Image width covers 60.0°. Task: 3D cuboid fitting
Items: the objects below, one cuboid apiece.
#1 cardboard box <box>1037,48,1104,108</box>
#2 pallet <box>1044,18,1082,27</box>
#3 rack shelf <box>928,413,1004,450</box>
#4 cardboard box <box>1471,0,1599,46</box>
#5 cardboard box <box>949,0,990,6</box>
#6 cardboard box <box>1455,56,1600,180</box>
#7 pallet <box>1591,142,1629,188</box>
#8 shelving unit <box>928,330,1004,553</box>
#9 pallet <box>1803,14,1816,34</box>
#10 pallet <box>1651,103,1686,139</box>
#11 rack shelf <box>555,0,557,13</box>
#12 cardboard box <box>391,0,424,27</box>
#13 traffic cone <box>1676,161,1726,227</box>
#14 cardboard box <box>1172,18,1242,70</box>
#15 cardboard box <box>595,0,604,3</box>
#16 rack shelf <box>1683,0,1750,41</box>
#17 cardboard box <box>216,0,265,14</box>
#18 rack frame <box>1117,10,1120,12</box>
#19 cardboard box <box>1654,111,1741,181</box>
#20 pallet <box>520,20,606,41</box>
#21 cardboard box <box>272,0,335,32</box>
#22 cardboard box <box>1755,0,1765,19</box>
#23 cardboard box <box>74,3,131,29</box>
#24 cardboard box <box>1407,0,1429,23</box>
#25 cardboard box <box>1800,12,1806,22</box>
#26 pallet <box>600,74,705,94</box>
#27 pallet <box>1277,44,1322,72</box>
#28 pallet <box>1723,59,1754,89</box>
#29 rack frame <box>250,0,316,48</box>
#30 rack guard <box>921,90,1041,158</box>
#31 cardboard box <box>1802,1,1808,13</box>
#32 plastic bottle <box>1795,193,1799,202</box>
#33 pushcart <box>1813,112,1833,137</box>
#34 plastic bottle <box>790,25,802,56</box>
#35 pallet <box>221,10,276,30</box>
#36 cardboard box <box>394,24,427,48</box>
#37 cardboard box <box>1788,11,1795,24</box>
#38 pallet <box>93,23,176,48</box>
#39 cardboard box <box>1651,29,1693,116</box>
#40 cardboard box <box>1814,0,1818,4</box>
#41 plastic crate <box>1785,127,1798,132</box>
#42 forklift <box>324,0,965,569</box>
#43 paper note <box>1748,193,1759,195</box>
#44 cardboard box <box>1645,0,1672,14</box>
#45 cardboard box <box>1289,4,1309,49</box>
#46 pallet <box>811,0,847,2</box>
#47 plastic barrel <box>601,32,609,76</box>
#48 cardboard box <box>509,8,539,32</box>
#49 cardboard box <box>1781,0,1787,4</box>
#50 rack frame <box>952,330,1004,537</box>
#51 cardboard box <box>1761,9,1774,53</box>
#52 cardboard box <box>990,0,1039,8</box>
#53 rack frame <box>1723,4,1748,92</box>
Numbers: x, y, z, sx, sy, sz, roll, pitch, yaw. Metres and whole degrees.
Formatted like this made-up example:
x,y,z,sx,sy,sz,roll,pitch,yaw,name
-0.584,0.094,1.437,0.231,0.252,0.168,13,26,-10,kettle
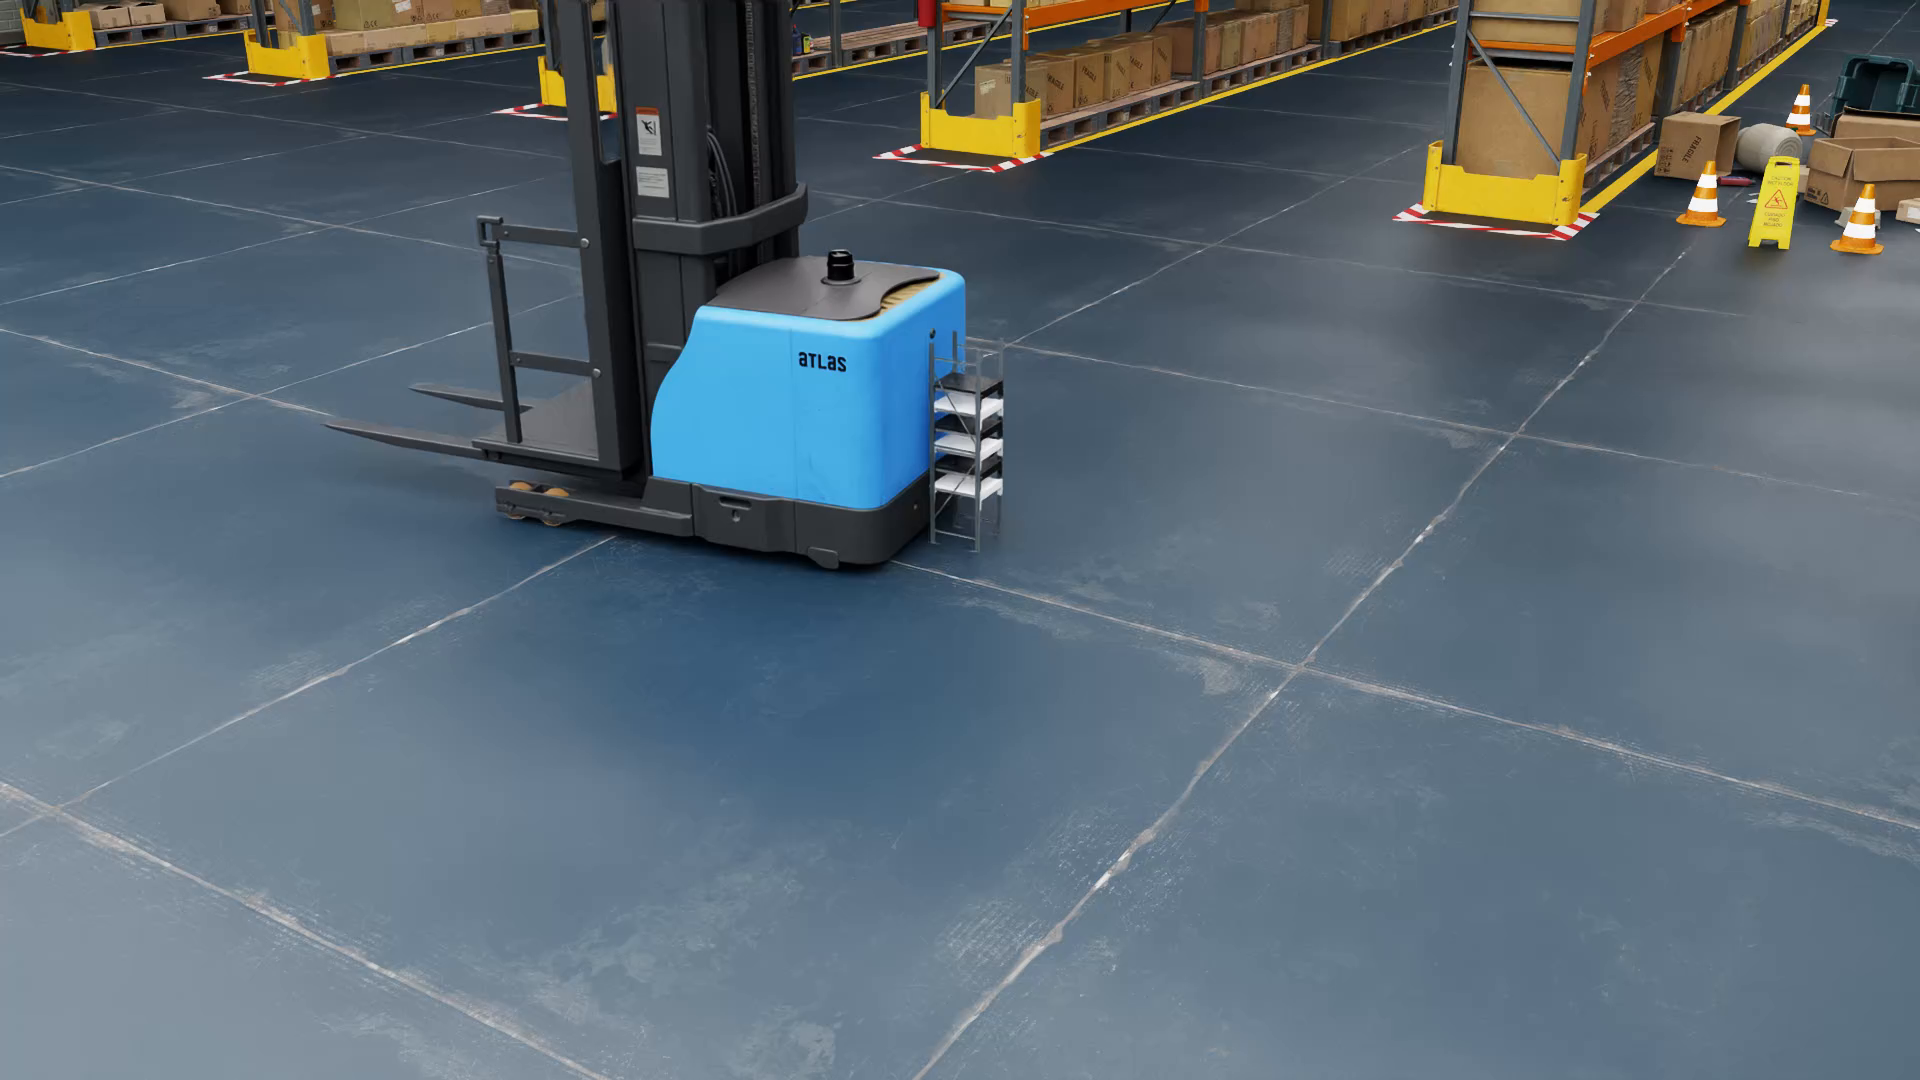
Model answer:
x,y,z,sx,sy,sz,roll,pitch,yaw,name
1.125,-4.730,17.018,0.500,0.500,0.500,17,29,34,cardboard box
1.185,-8.204,25.936,1.003,0.211,1.213,14,27,29,pallet
0.027,-0.466,7.052,0.258,0.077,0.200,12,26,26,rack shelf
4.466,-4.191,12.966,0.875,0.550,0.550,14,27,29,cardboard box
0.123,-5.085,15.537,0.380,0.149,0.250,14,27,29,cardboard box
4.611,-3.448,13.584,0.875,0.875,0.875,14,27,29,cardboard box
5.309,-3.404,14.848,1.003,0.211,1.213,14,27,29,pallet
0.027,-0.414,7.074,0.258,0.900,0.210,12,26,26,shelving unit
12.250,-7.815,25.038,1.003,0.211,1.213,14,27,29,pallet
6.762,-4.334,16.995,1.003,0.211,1.213,14,27,29,pallet
-3.004,-6.444,19.265,1.077,0.370,4.000,14,27,29,rack shelf
-7.279,-6.888,21.374,0.500,0.500,0.500,14,27,29,cardboard box
5.796,-2.705,12.916,0.336,0.463,0.334,14,27,29,traffic cone
2.868,-5.825,19.523,0.700,0.500,0.500,14,27,29,cardboard box
-5.457,-7.931,24.022,0.500,0.311,0.500,14,27,28,cardboard box
7.474,-5.682,17.506,1.077,0.370,4.000,14,27,29,rack shelf
-10.879,-8.221,25.057,0.500,0.500,0.500,12,26,25,cardboard box
2.271,-10.149,26.918,1.000,3.000,0.127,14,27,29,rack frame
6.472,-3.452,14.593,0.500,0.500,0.500,20,30,38,cardboard box
-5.800,-7.465,24.229,1.003,0.211,1.213,14,27,29,pallet
-8.235,-6.656,20.839,0.500,0.500,0.500,14,27,29,cardboard box
9.366,-6.430,20.002,0.500,0.250,0.500,13,27,28,cardboard box
-12.035,-7.358,23.301,0.500,0.311,0.500,11,26,23,cardboard box
6.158,-8.108,24.350,1.225,0.875,0.875,14,27,29,cardboard box
12.024,-7.598,24.086,0.380,0.149,0.250,14,27,30,cardboard box
-3.626,-5.128,18.829,1.003,0.211,1.213,14,27,29,pallet
3.955,-6.218,21.347,1.003,0.211,1.213,14,27,29,pallet
8.942,-5.671,20.085,1.003,0.211,1.213,14,27,29,pallet
-8.266,-7.138,19.963,1.000,3.000,0.127,14,27,29,rack frame
0.189,-3.939,15.721,1.175,0.500,0.348,14,27,29,rack guard
11.905,-7.636,23.798,0.380,0.149,0.250,14,27,29,cardboard box
6.858,-2.868,13.798,0.133,0.061,0.283,5,24,11,plastic bottle
8.714,-3.592,15.072,1.648,0.377,0.936,5,24,11,pushcart
-2.044,-6.157,20.478,0.144,0.351,0.185,13,27,28,plastic bottle
-10.690,-8.011,25.490,1.003,0.211,1.213,14,27,29,pallet
-7.269,-6.542,21.517,0.500,0.250,0.500,14,27,29,cardboard box
11.102,-7.114,22.592,0.380,0.149,0.250,15,28,31,cardboard box
-11.977,-7.188,23.588,1.003,0.211,1.213,14,27,29,pallet
6.670,-4.726,16.694,1.050,0.750,0.750,14,27,29,cardboard box
12.713,-8.170,25.033,0.380,0.149,0.250,13,27,28,cardboard box
7.440,-3.740,15.581,0.662,0.188,0.450,-12,16,-26,plastic crate
-1.530,-1.588,7.229,3.031,2.935,1.130,9,25,21,forklift
6.656,-2.897,13.930,0.123,0.001,0.032,-12,26,-26,paper note
5.964,-5.089,15.040,0.875,0.550,0.550,14,27,29,cardboard box
4.032,-6.585,21.279,0.700,0.500,0.500,12,26,26,cardboard box
-2.333,-9.626,29.220,1.003,0.211,1.213,14,27,29,pallet
-3.777,-5.388,18.523,0.421,0.512,0.421,0,23,0,plastic barrel
-6.215,-7.217,23.077,0.500,0.250,0.500,14,27,29,cardboard box
10.461,-7.123,21.602,0.500,0.250,0.500,13,27,28,cardboard box
0.075,-0.450,7.156,0.240,0.900,0.006,12,26,26,rack frame
9.917,-6.435,20.957,0.500,0.500,0.500,13,27,28,cardboard box
0.501,-4.992,15.321,0.380,0.149,0.250,14,27,29,cardboard box
8.529,-6.687,18.922,1.000,3.000,0.127,14,27,29,rack frame
